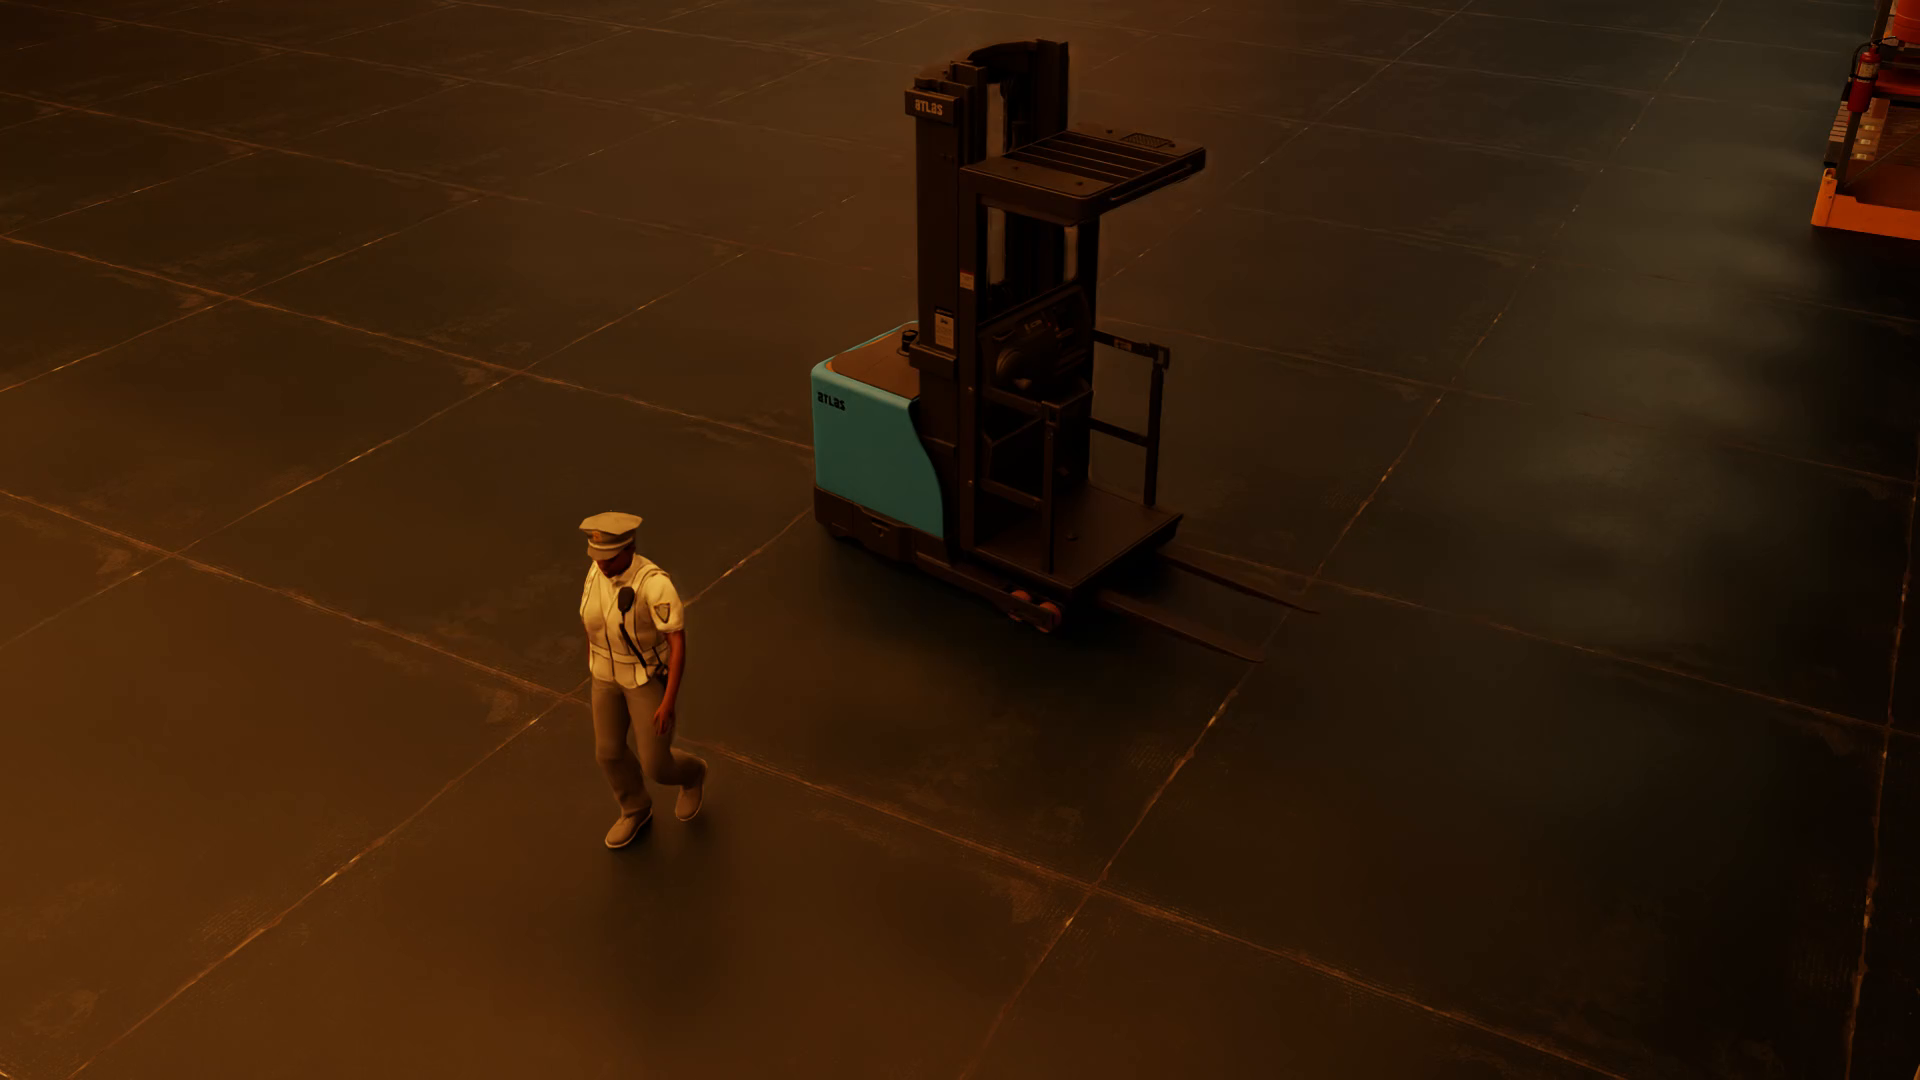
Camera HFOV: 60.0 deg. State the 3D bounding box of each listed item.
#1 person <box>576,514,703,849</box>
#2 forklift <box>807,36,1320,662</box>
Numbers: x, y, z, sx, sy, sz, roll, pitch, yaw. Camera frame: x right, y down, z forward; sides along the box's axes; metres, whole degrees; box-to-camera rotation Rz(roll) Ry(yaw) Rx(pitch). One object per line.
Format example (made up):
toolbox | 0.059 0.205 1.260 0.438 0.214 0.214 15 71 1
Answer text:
person | -1.435 0.619 7.291 0.648 1.648 0.456 14 33 22
forklift | 0.559 -1.068 8.921 3.031 2.935 1.130 22 37 33
